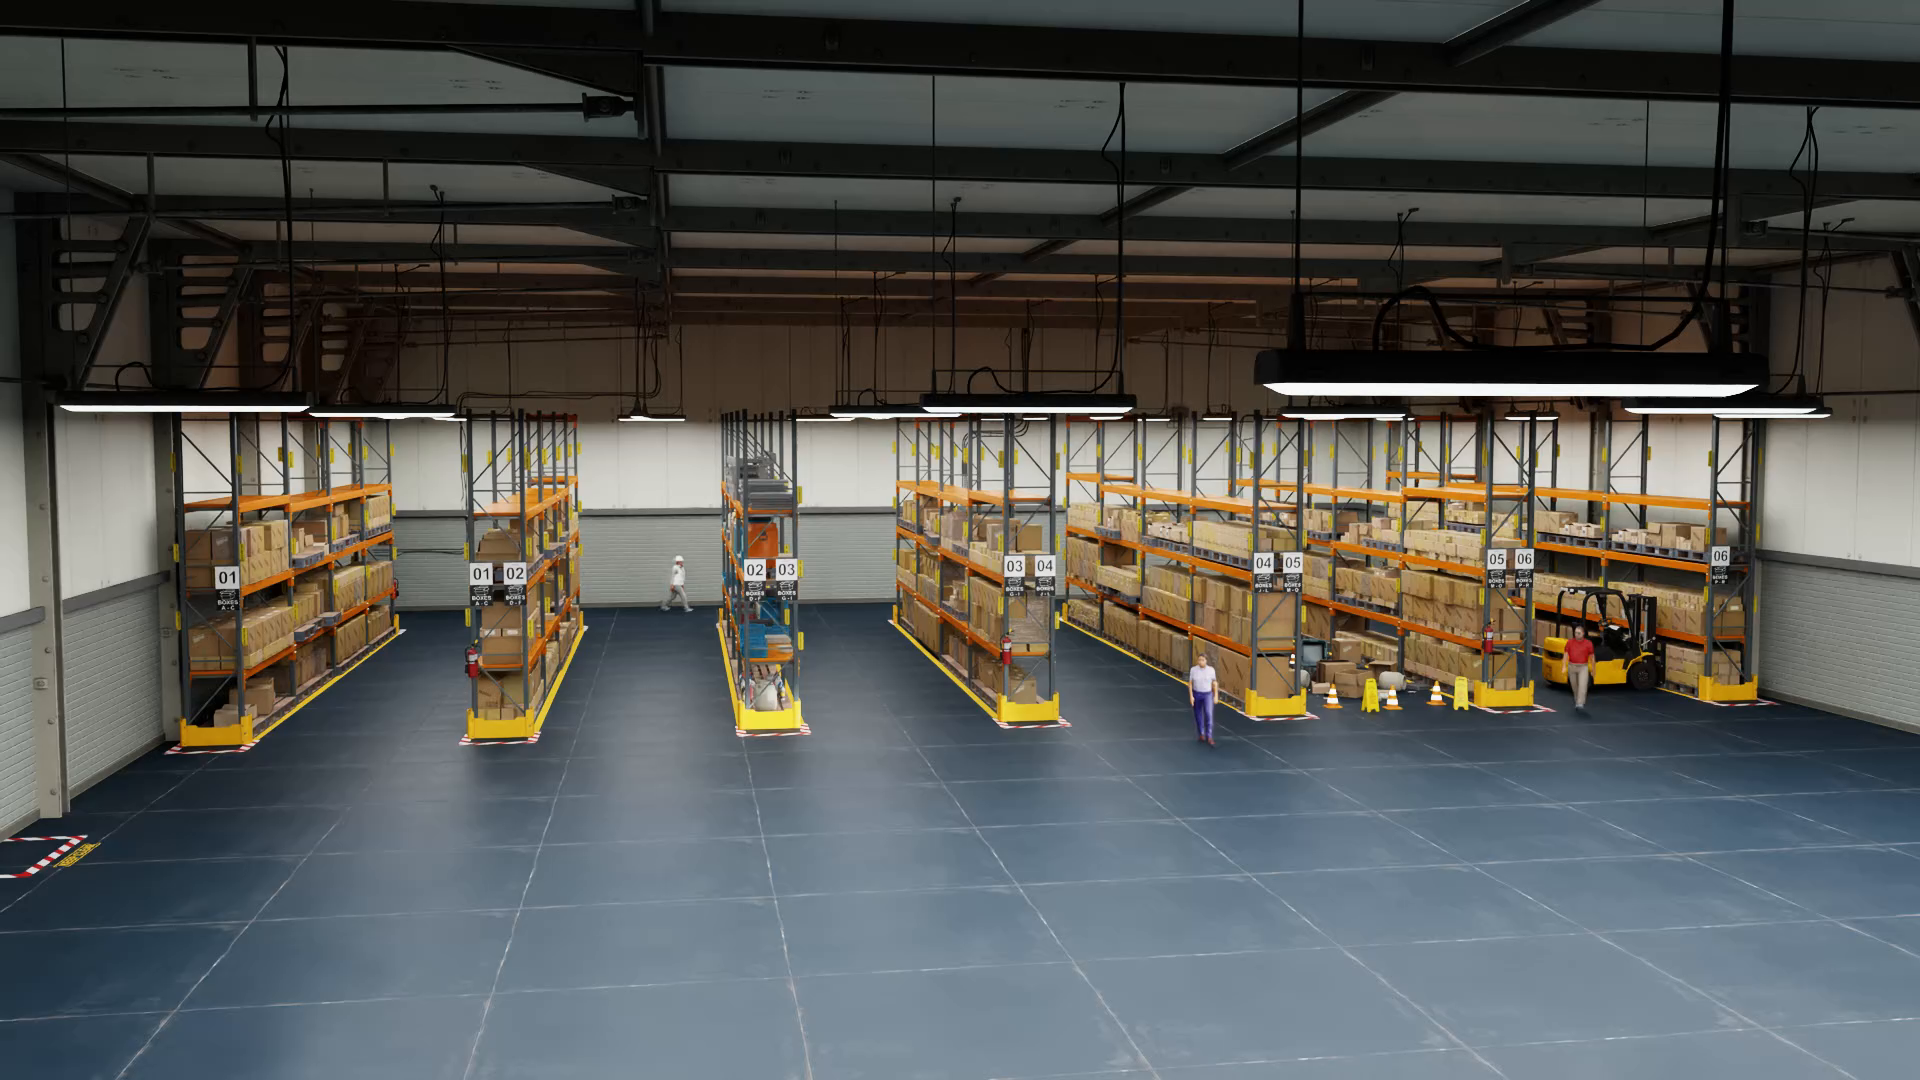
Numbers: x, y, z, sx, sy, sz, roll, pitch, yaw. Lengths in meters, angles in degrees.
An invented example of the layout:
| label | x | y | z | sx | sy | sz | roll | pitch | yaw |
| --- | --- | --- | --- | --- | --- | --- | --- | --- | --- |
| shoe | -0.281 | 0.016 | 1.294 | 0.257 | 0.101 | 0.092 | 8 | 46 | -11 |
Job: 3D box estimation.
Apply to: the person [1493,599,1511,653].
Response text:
| label | x | y | z | sx | sy | sz | roll | pitch | yaw |
| --- | --- | --- | --- | --- | --- | --- | --- | --- | --- |
| person | 12.459 | 2.218 | 37.989 | 0.535 | 1.809 | 0.602 | -1 | 4 | -15 |

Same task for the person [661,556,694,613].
| label | x | y | z | sx | sy | sz | roll | pitch | yaw |
| --- | --- | --- | --- | --- | --- | --- | --- | --- | --- |
| person | -8.598 | 1.341 | 50.620 | 1.106 | 1.718 | 0.518 | 1 | 4 | 8 |

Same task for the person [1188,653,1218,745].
| label | x | y | z | sx | sy | sz | roll | pitch | yaw |
| --- | --- | --- | --- | --- | --- | --- | --- | --- | --- |
| person | 4.349 | 2.824 | 29.718 | 0.557 | 1.604 | 0.928 | 1 | 4 | 18 |

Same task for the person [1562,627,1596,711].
| label | x | y | z | sx | sy | sz | roll | pitch | yaw |
| --- | --- | --- | --- | --- | --- | --- | --- | --- | --- |
| person | 12.257 | 2.564 | 33.023 | 0.594 | 1.666 | 1.055 | 3 | 5 | 39 |
